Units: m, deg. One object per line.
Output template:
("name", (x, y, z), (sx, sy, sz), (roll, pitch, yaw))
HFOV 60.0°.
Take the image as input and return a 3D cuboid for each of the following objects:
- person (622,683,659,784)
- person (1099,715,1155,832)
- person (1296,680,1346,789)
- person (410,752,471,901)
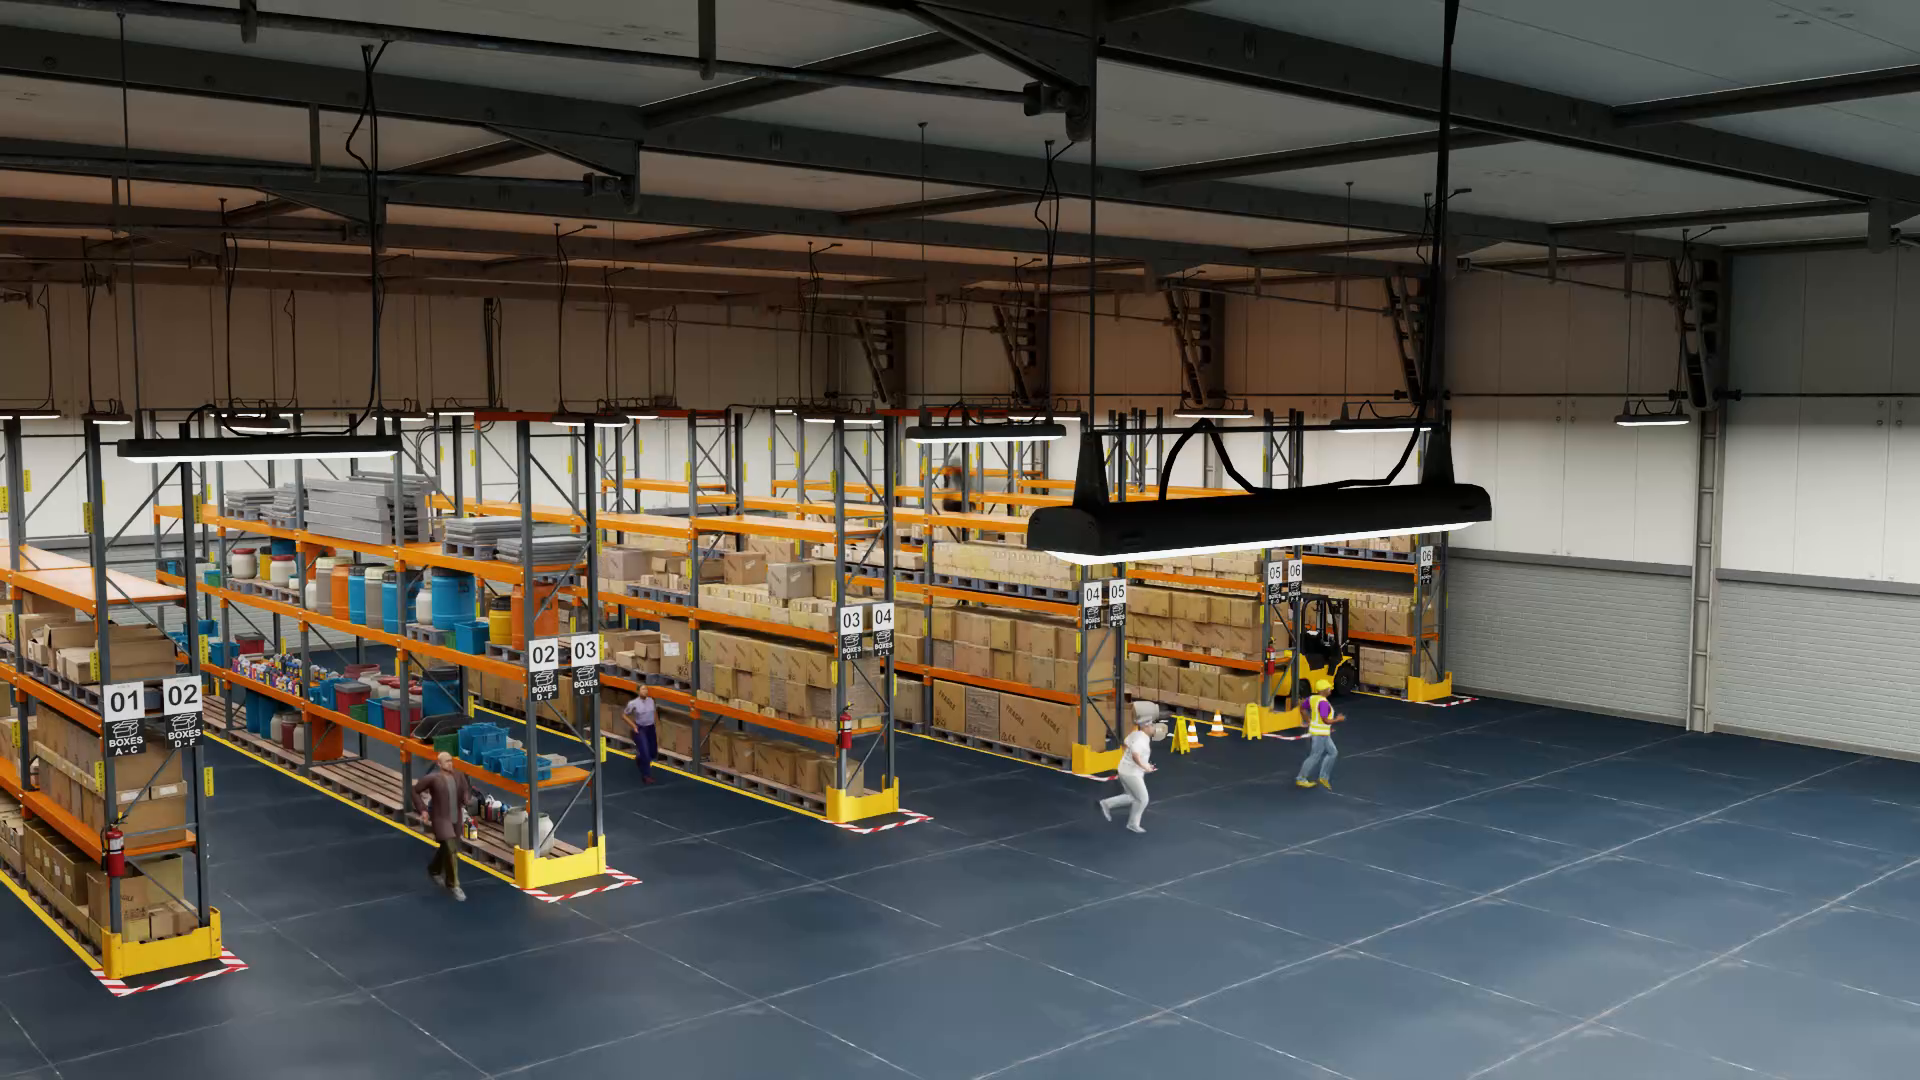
("person", (-5.207, 3.148, 27.221), (0.612, 1.591, 0.727), (-5, 7, -43))
("person", (2.416, 3.401, 24.013), (0.787, 1.753, 0.660), (0, 5, -2))
("person", (5.759, 3.139, 26.540), (0.751, 1.829, 0.658), (0, 5, 3))
("person", (-6.517, 3.585, 21.050), (0.900, 1.828, 0.687), (3, 6, 33))
